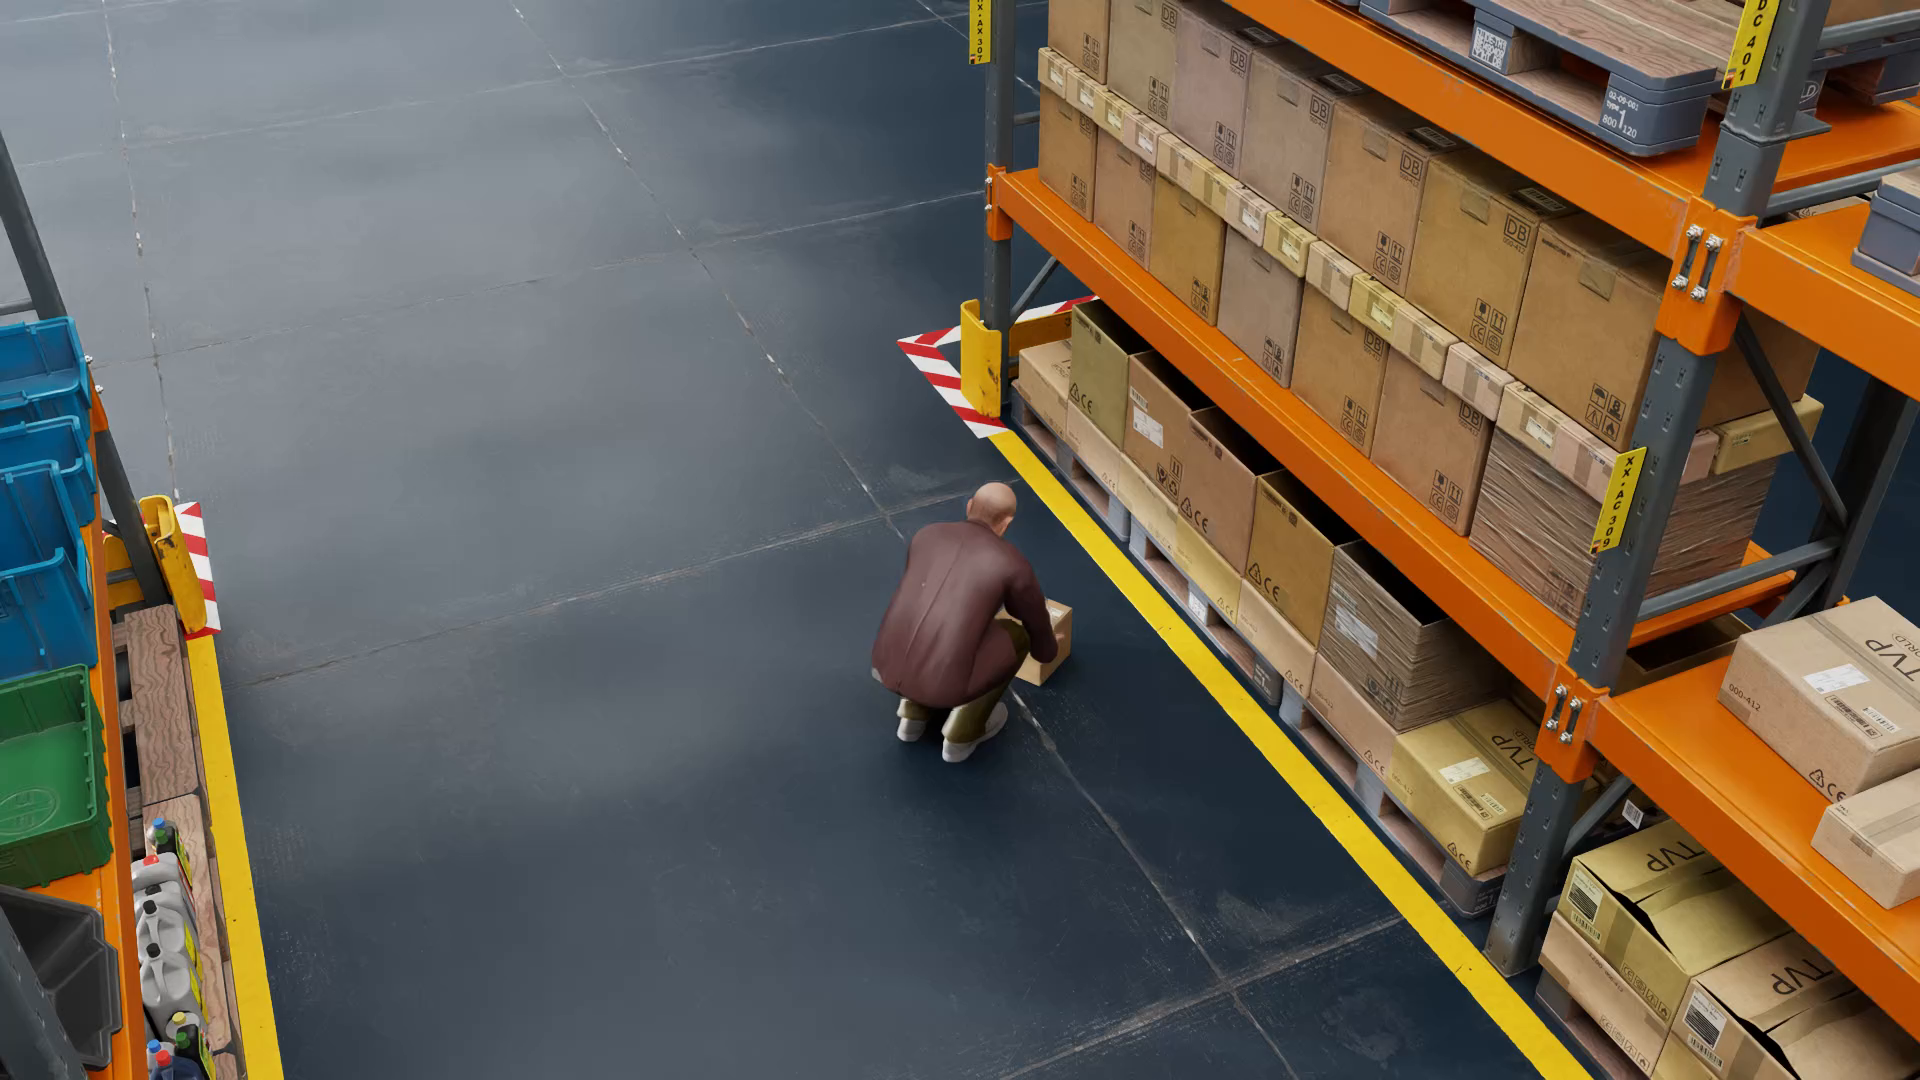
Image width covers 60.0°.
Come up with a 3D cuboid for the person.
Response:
[{"bbox_3d":[0.013,0.327,6.462,0.589,0.897,0.941,21,42,26],"label":"person"}]
